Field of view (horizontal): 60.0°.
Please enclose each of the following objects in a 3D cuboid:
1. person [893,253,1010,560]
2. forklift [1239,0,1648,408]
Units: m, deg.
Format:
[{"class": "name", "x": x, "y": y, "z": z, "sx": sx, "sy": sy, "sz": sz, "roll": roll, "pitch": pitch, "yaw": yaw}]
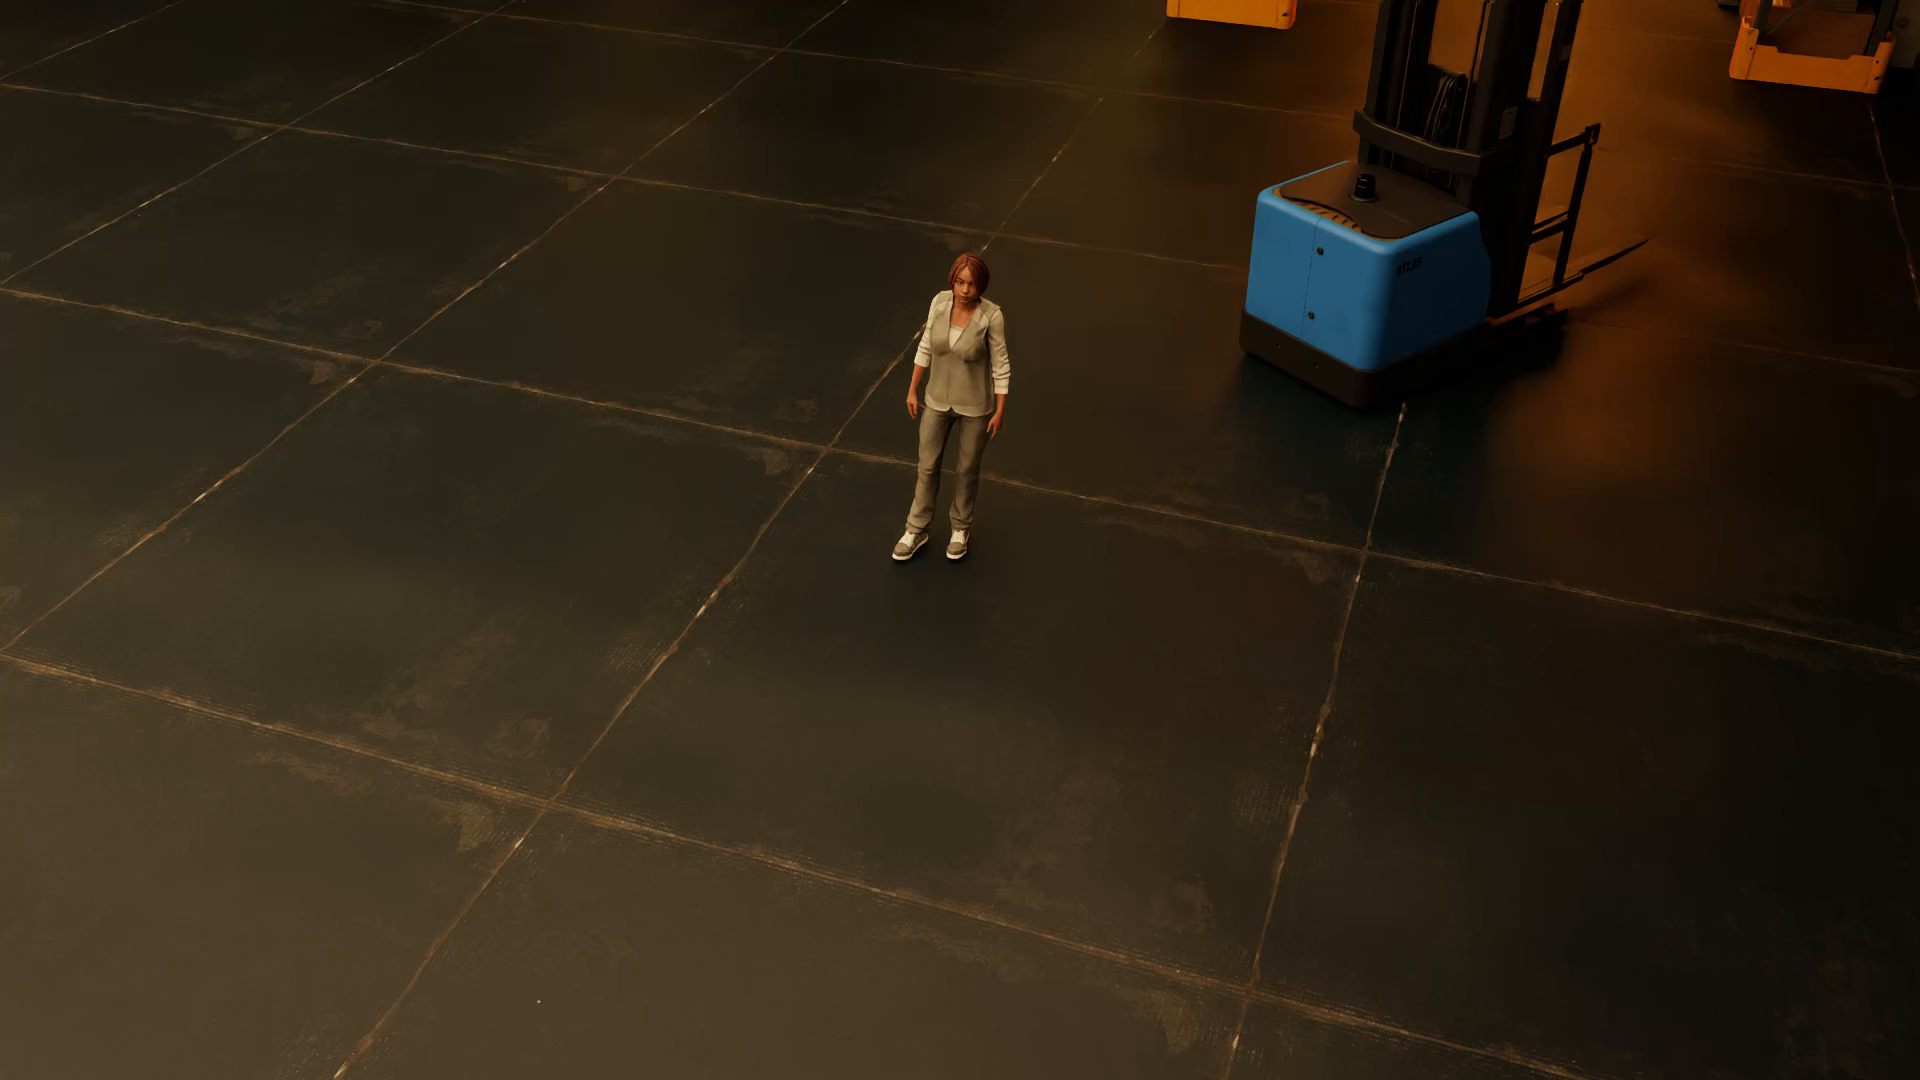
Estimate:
[{"class": "person", "x": -0.038, "y": -0.620, "z": 8.125, "sx": 0.520, "sy": 1.599, "sz": 0.473, "roll": 12, "pitch": 37, "yaw": 16}, {"class": "forklift", "x": 3.191, "y": -2.646, "z": 9.843, "sx": 3.031, "sy": 2.935, "sz": 1.130, "roll": -24, "pitch": 42, "yaw": -30}]
